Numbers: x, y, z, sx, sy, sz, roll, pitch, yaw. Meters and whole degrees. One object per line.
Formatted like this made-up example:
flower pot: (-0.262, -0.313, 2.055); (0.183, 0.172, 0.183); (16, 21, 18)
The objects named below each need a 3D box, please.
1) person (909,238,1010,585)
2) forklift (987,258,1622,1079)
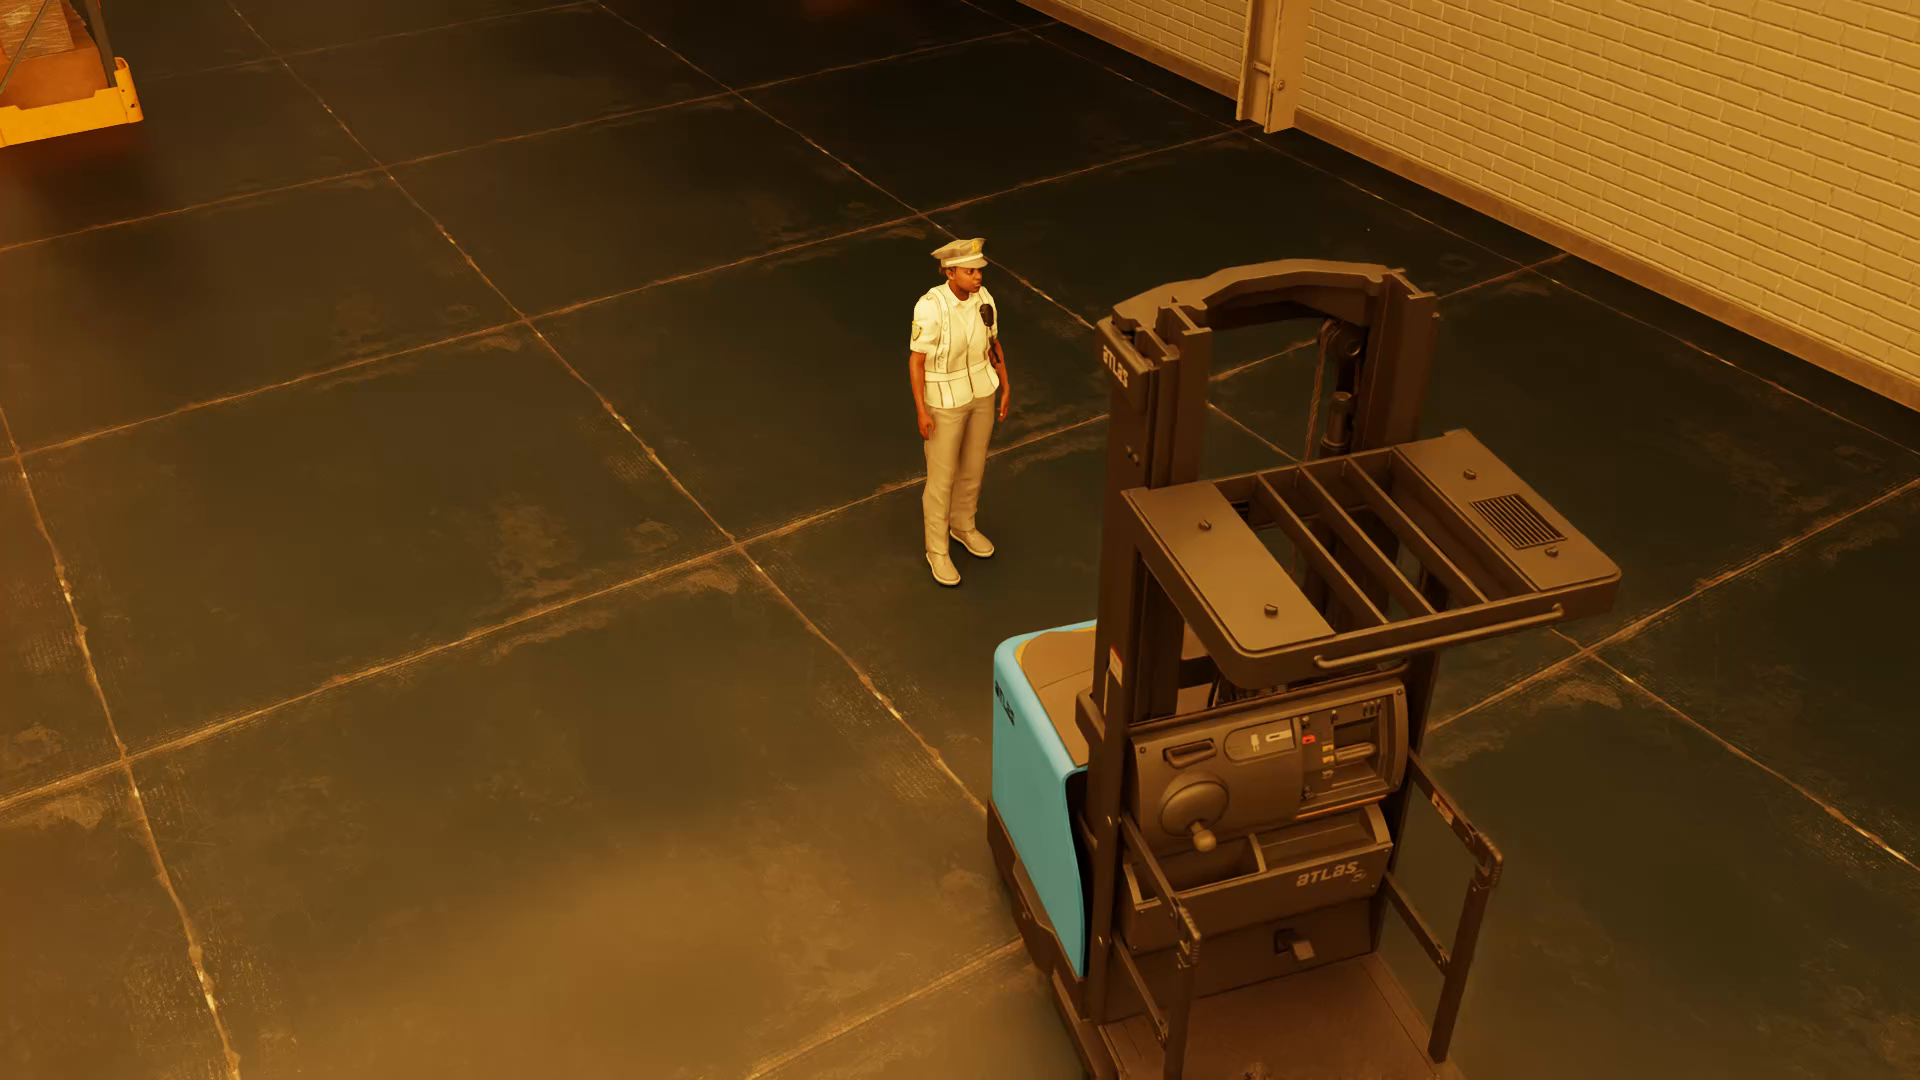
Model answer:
person: (0.024, -0.657, 8.145); (0.569, 1.695, 0.528); (-21, 40, -27)
forklift: (1.049, 0.776, 5.043); (1.130, 2.935, 3.031); (-11, 36, -15)
